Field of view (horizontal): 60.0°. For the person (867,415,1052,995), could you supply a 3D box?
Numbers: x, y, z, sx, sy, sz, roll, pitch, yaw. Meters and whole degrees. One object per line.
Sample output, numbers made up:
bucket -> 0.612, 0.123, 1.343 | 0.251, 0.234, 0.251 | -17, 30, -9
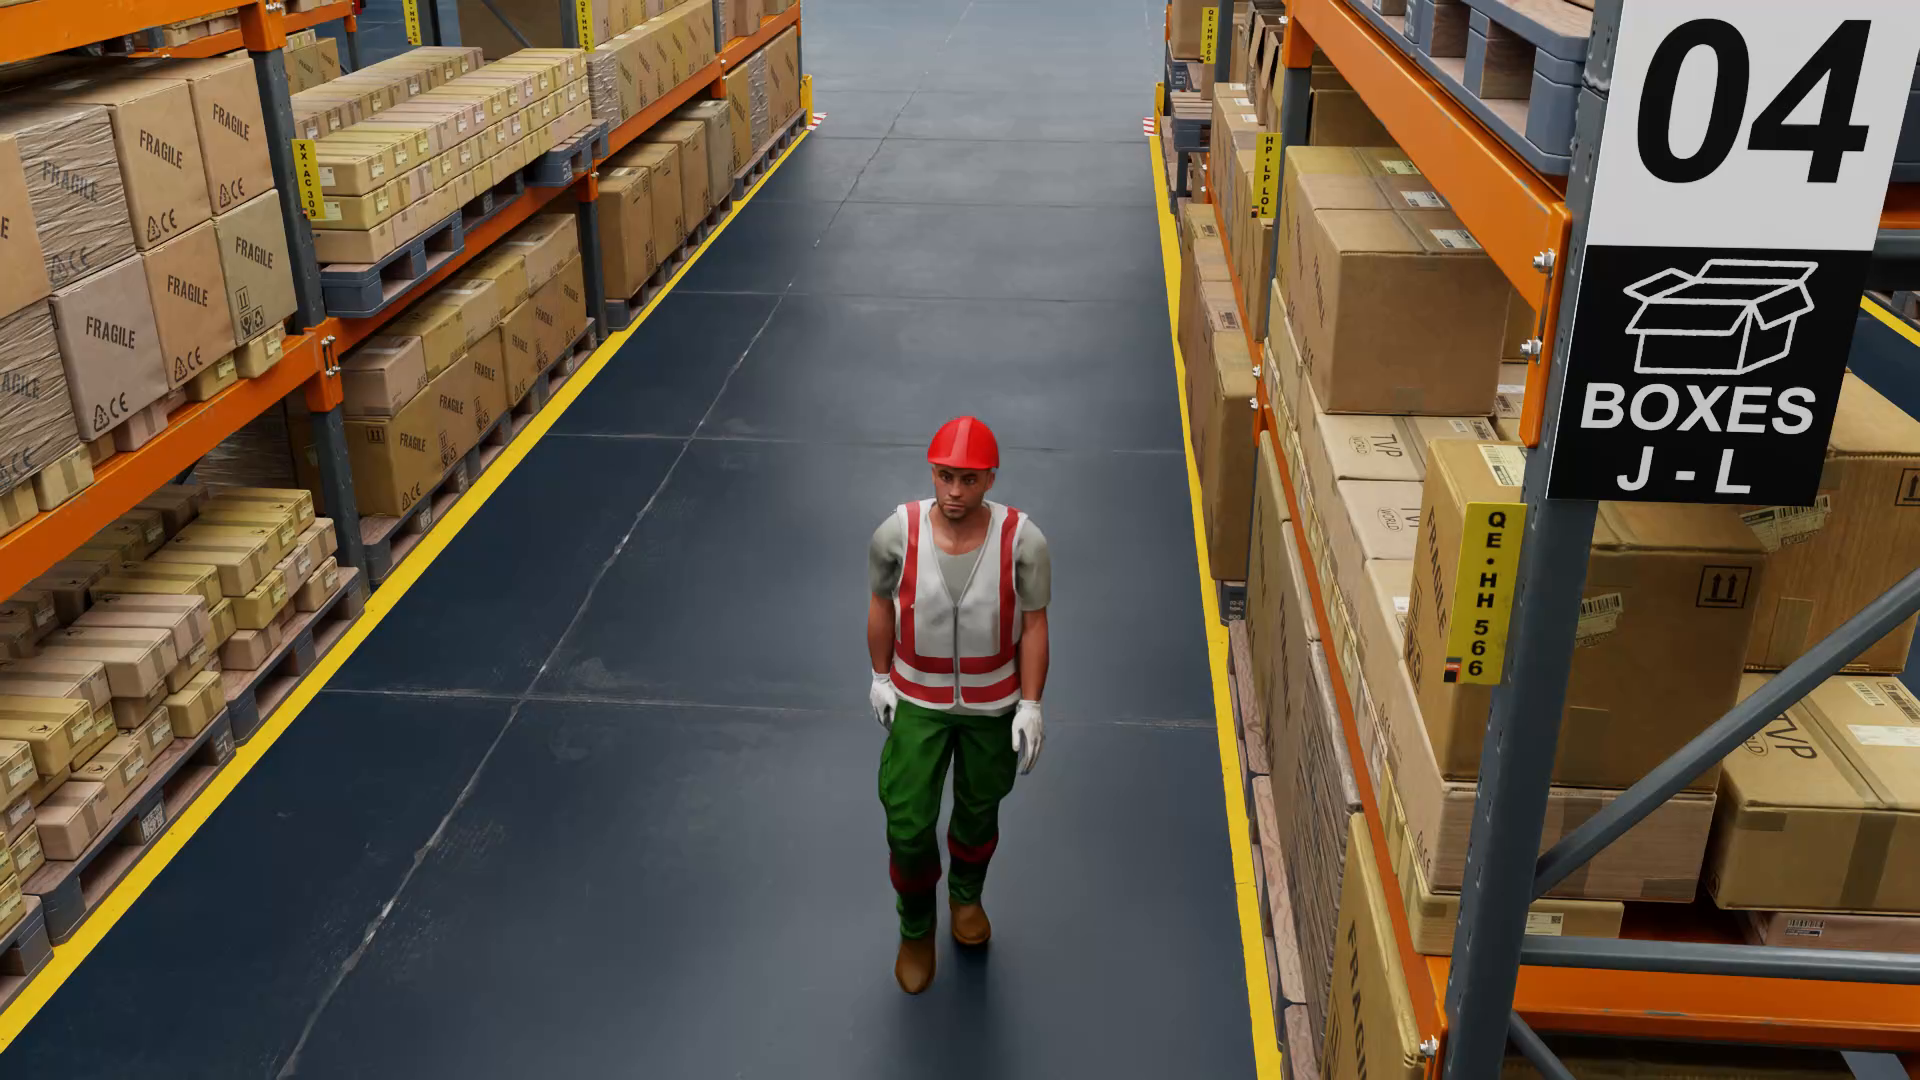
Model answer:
person -> -0.005, 0.505, 4.955 | 0.543, 1.838, 0.511 | 0, 24, -1
